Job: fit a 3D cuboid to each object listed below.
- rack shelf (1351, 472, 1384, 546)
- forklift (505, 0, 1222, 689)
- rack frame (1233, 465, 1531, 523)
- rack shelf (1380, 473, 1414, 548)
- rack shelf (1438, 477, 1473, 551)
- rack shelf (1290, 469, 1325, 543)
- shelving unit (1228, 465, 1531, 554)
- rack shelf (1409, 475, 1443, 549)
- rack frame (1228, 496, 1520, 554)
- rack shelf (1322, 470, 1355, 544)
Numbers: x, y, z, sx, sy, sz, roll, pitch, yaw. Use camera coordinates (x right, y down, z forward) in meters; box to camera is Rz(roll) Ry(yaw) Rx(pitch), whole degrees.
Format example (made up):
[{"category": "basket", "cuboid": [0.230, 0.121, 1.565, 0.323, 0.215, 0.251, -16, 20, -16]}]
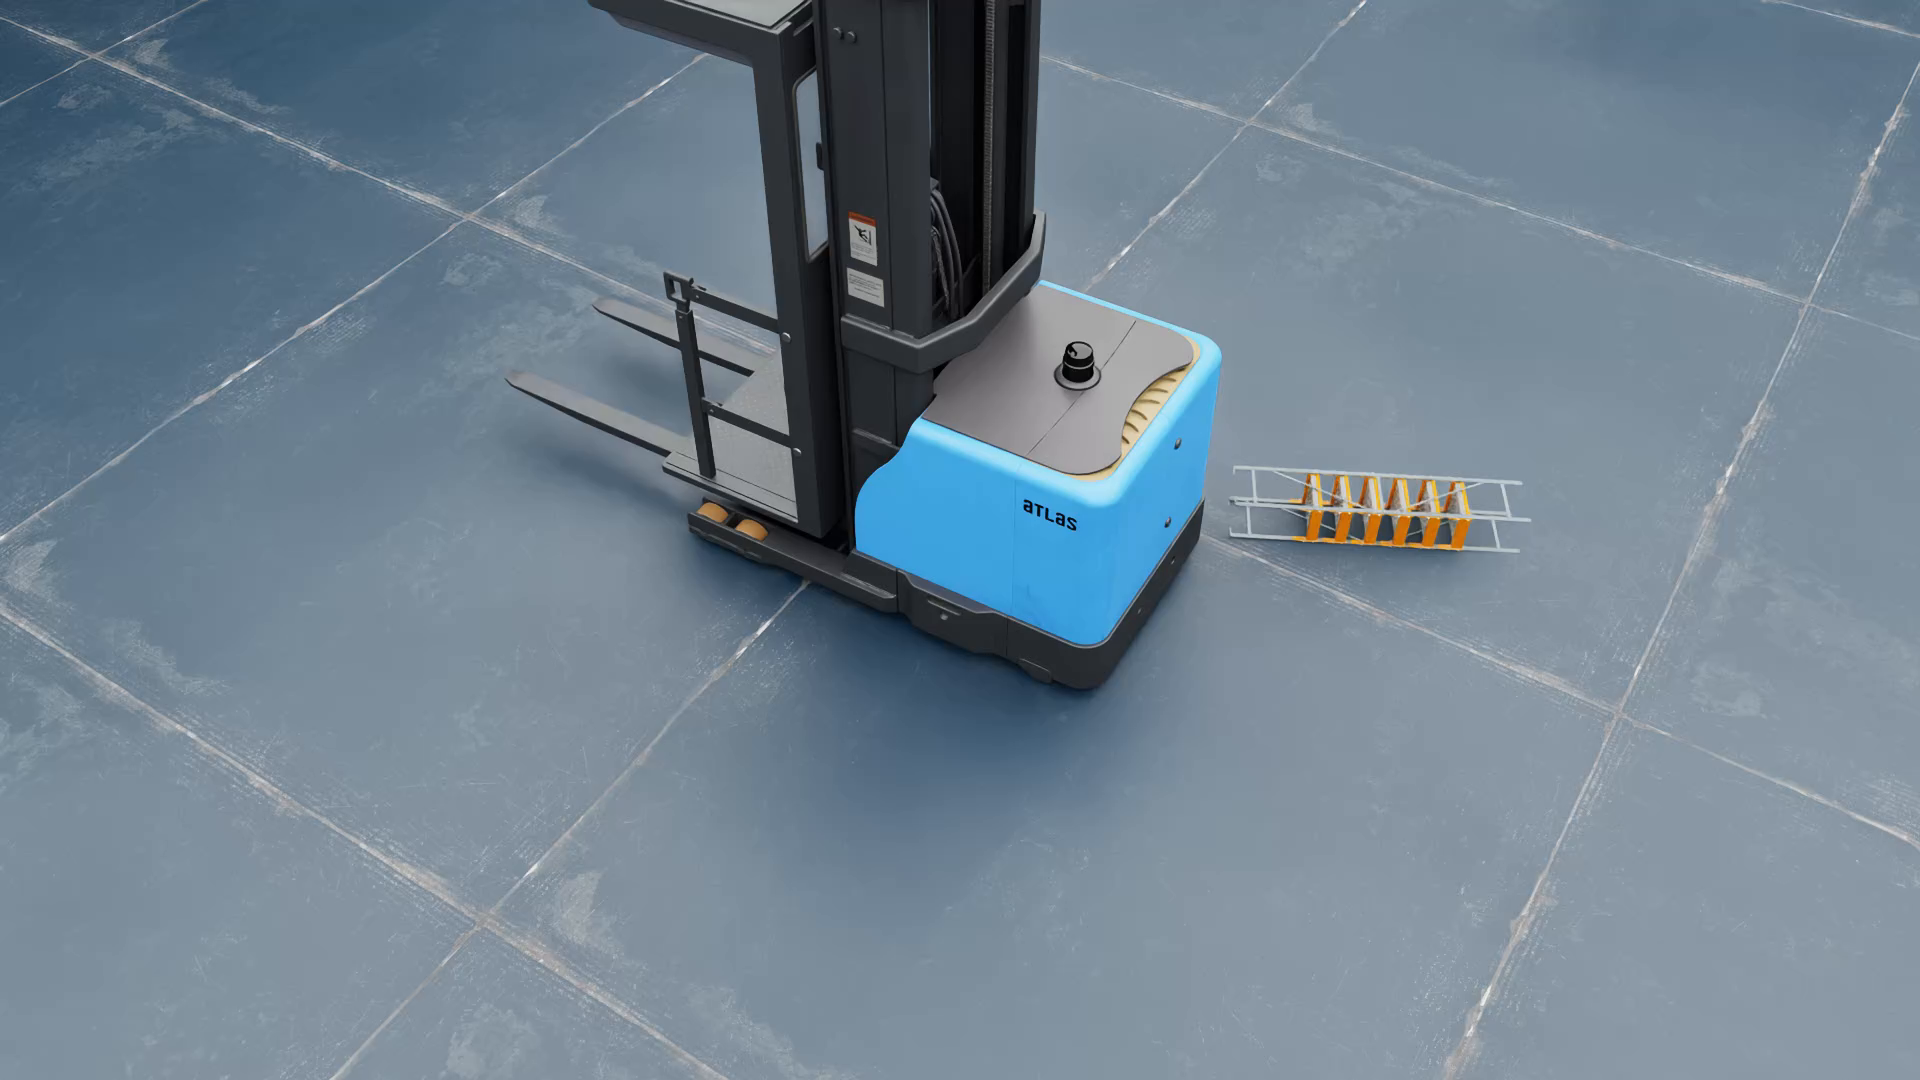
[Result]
[{"category": "rack shelf", "cuboid": [1.695, -0.131, 6.963, 0.103, 0.180, 0.258, 3, 46, 3]}, {"category": "forklift", "cuboid": [-0.541, -1.246, 6.139, 3.031, 2.935, 1.130, 23, 50, 20]}, {"category": "rack frame", "cuboid": [1.740, -0.193, 6.895, 1.200, 0.006, 0.240, 3, 46, 3]}, {"category": "rack shelf", "cuboid": [1.815, -0.125, 6.957, 0.103, 0.180, 0.258, 3, 46, 3]}, {"category": "rack shelf", "cuboid": [2.054, -0.111, 6.945, 0.103, 0.180, 0.258, 3, 46, 3]}, {"category": "rack shelf", "cuboid": [1.456, -0.145, 6.974, 0.103, 0.180, 0.258, 3, 46, 3]}, {"category": "shelving unit", "cuboid": [1.739, -0.129, 6.960, 1.200, 0.189, 0.258, 3, 46, 3]}, {"category": "rack shelf", "cuboid": [1.934, -0.118, 6.951, 0.103, 0.180, 0.258, 3, 46, 3]}, {"category": "rack frame", "cuboid": [1.739, -0.065, 7.026, 1.200, 0.006, 0.240, 3, 46, 3]}, {"category": "rack shelf", "cuboid": [1.575, -0.138, 6.968, 0.103, 0.180, 0.258, 3, 46, 3]}]
